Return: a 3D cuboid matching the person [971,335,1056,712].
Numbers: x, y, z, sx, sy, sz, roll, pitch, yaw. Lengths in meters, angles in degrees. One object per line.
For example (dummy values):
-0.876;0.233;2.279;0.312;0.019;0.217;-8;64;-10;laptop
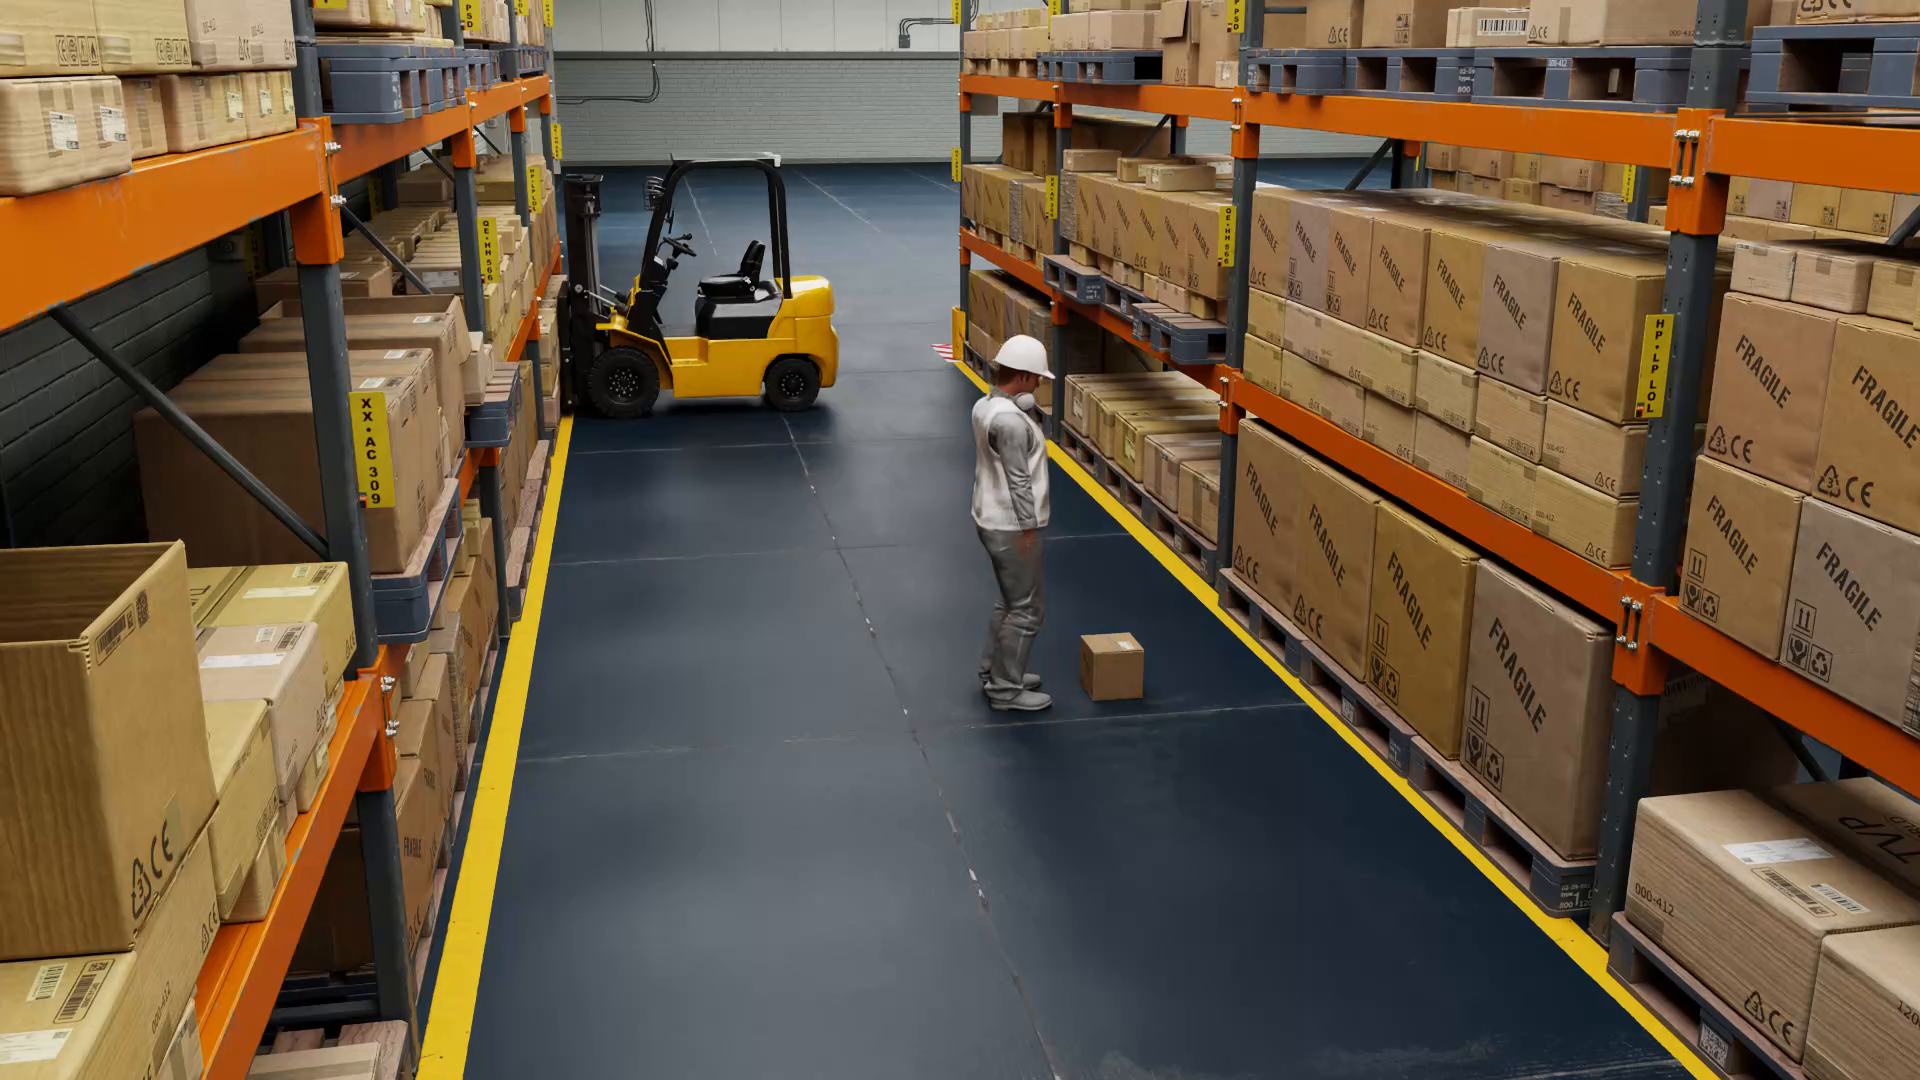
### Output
0.250;-0.086;7.820;0.378;1.760;0.538;-3;16;-9;person
